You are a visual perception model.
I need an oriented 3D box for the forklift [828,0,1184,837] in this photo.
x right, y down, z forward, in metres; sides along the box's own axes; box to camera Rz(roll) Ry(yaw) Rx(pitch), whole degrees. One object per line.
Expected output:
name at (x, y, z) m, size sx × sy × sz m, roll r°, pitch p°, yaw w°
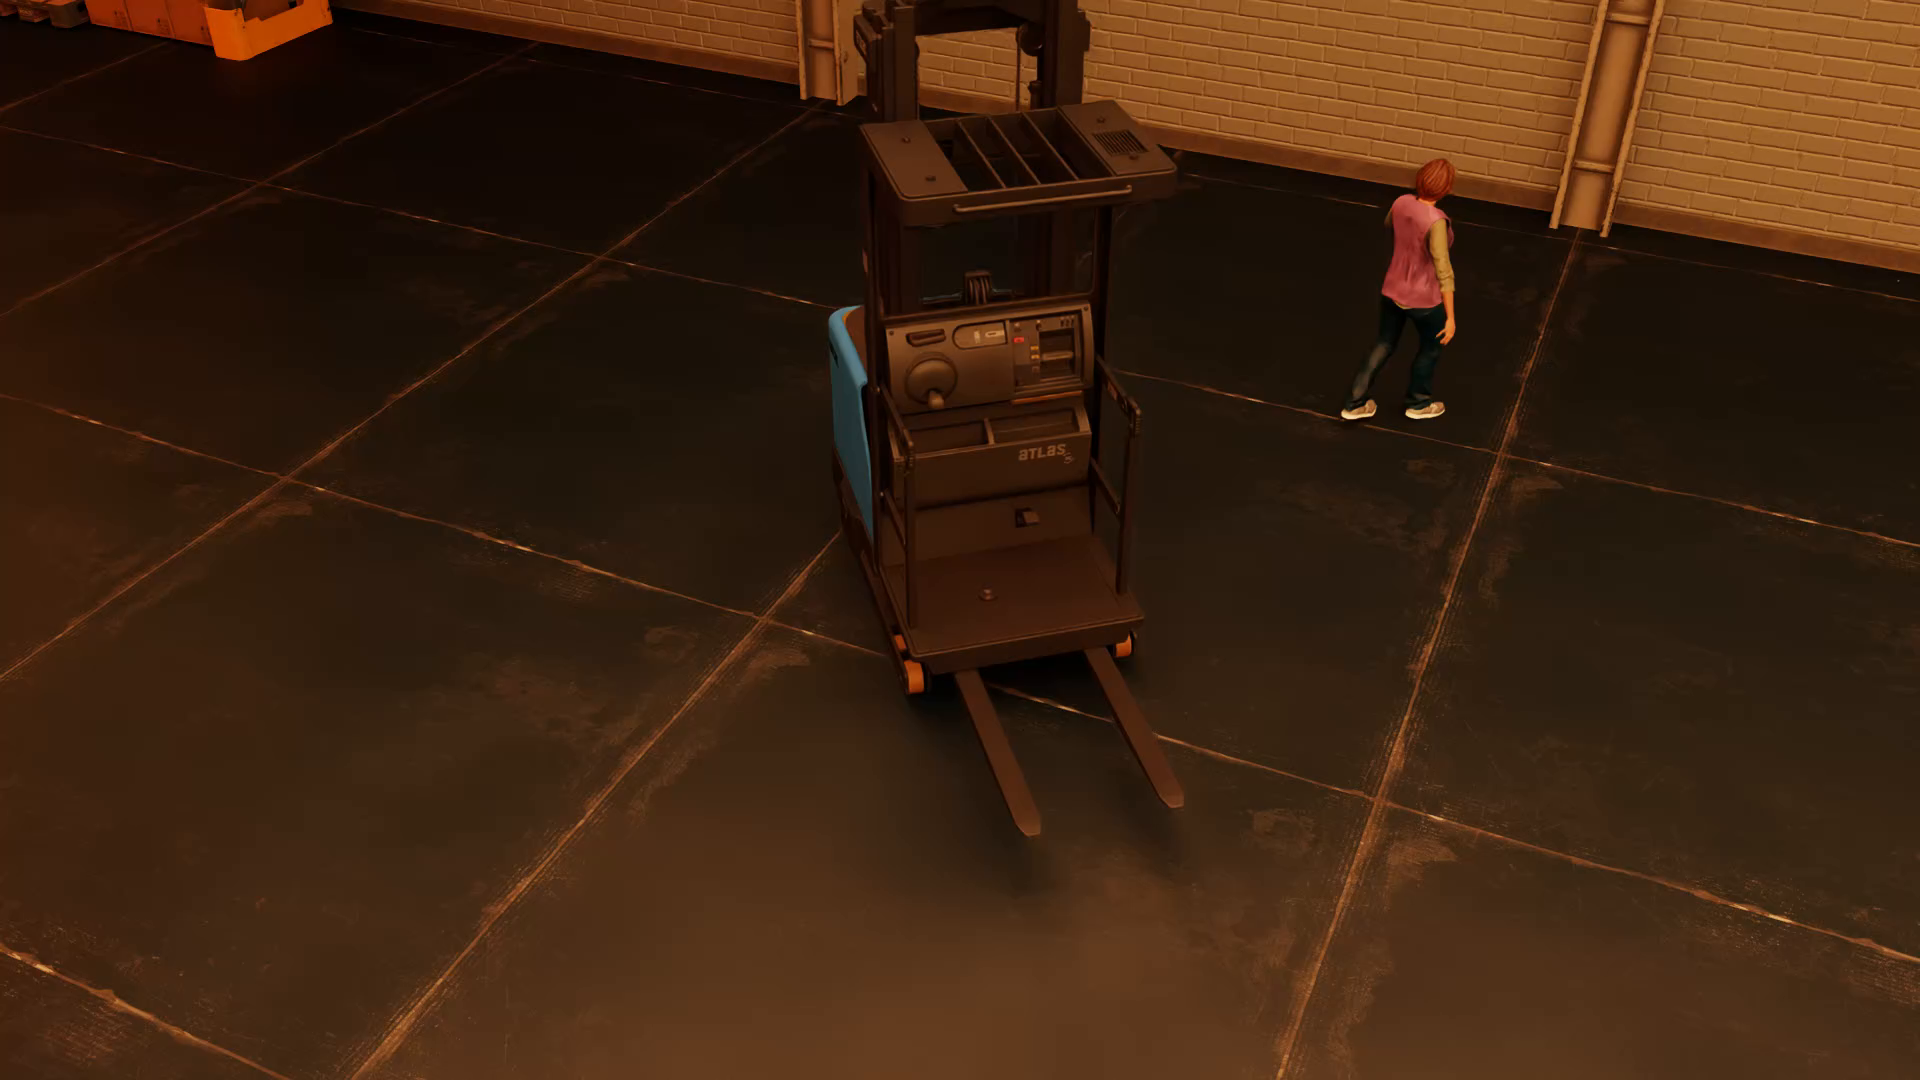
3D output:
forklift at (0.194, -0.737, 7.120) m, size 1.130 × 2.935 × 3.031 m, roll -9°, pitch 36°, yaw -12°

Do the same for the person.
person at (2.518, -1.335, 9.140) m, size 0.703 × 1.579 × 0.812 m, roll -19°, pitch 40°, yaw -25°
